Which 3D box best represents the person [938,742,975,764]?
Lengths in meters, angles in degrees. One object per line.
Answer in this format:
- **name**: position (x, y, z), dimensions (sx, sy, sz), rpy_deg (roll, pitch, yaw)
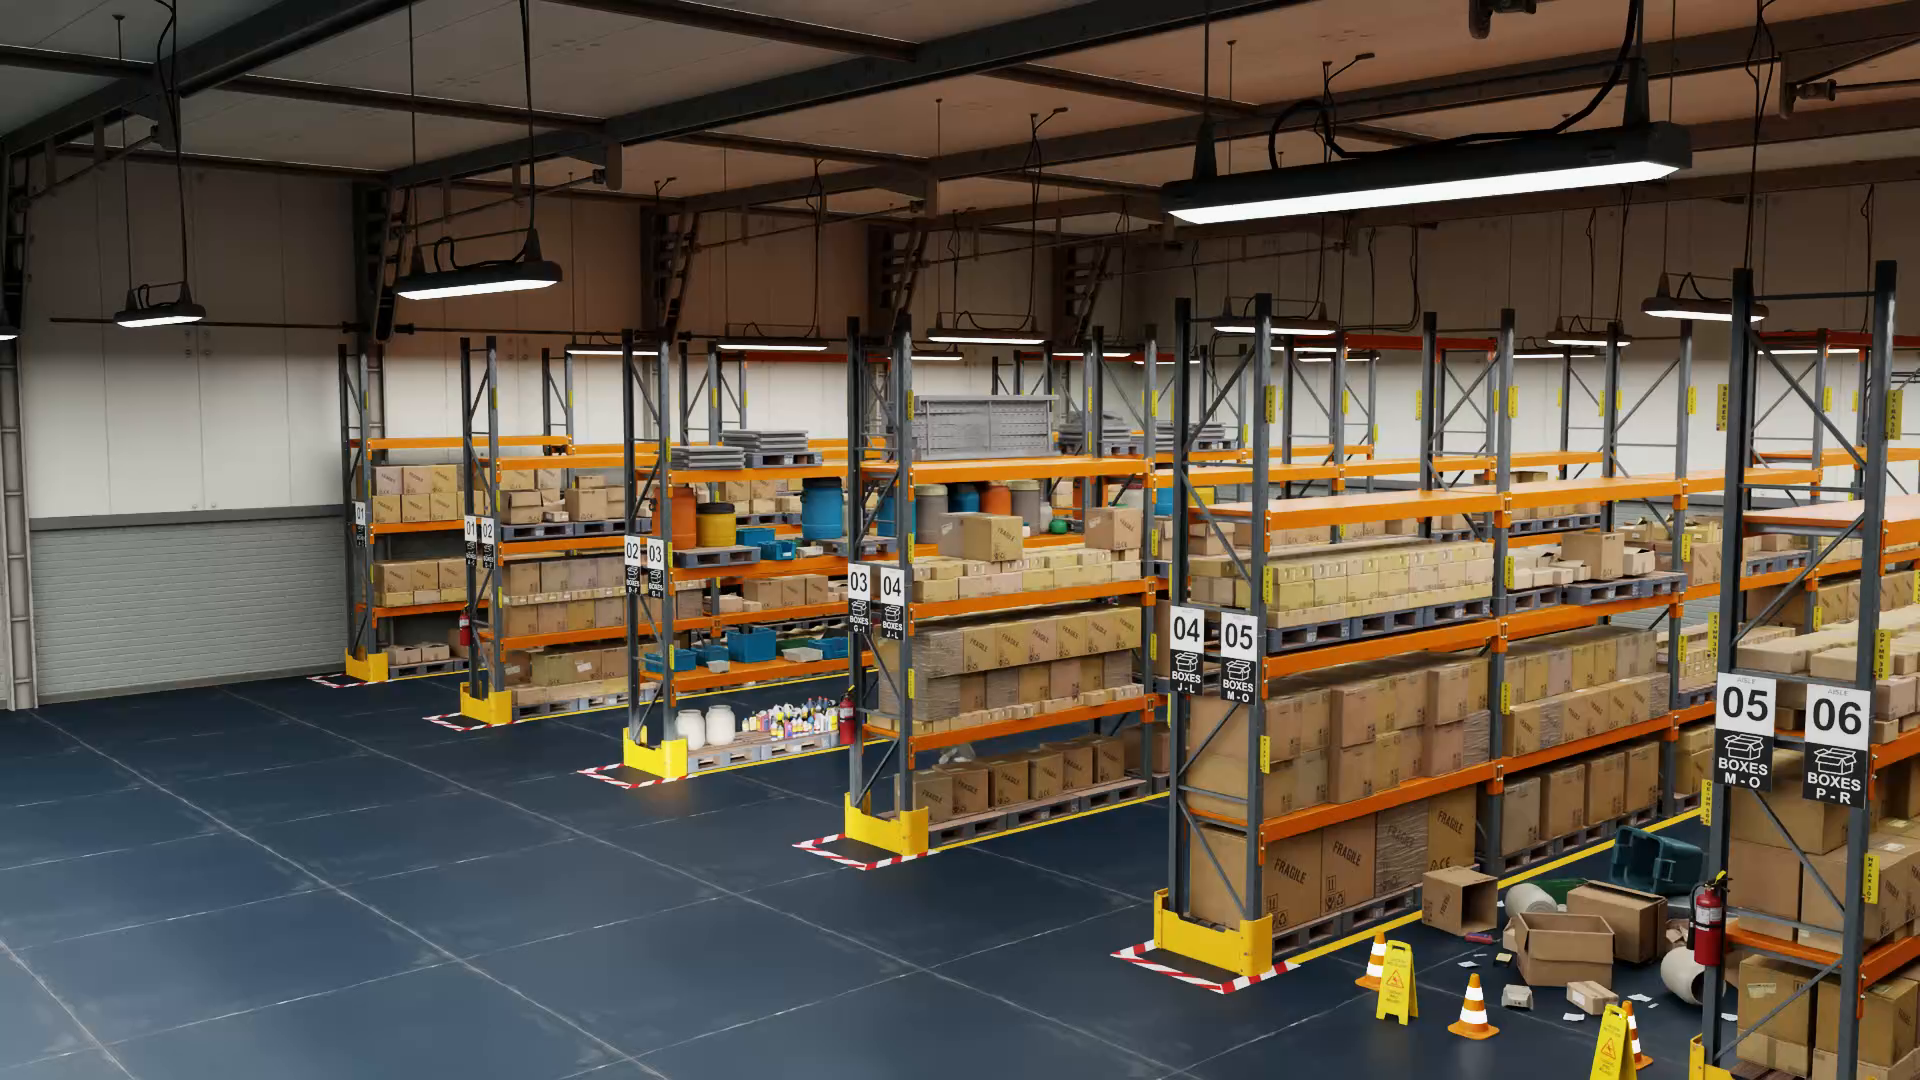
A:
- **person**: position (-0.178, 2.170, 21.609), dimensions (0.909, 1.566, 0.566), rpy_deg (-4, 6, -35)
